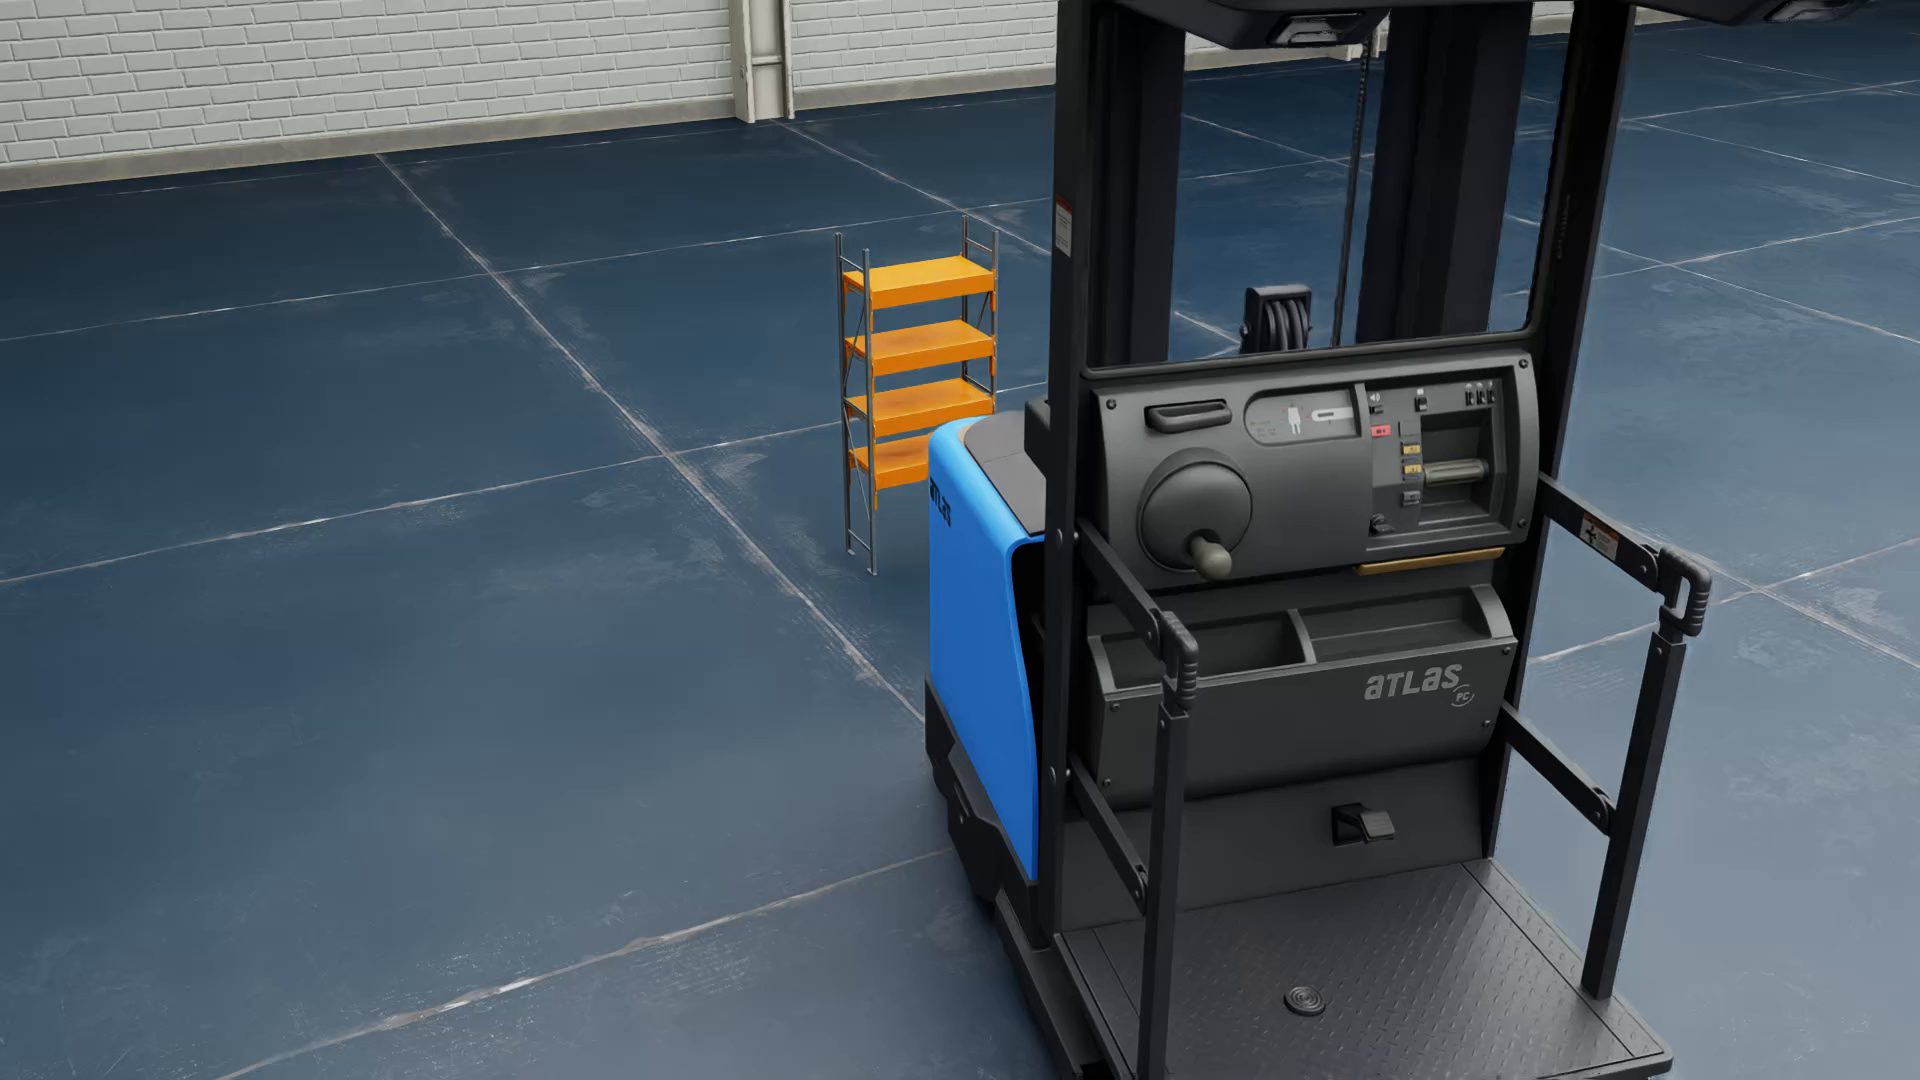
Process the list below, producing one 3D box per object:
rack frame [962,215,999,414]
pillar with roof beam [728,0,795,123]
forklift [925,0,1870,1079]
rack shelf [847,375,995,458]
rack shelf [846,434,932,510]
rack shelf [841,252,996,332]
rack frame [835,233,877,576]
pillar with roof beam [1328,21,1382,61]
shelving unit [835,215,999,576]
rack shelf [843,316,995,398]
[{"bbox_3d":[0.069,-0.557,6.024,0.015,1.200,0.240,-13,29,-25],"label":"rack frame"},{"bbox_3d":[0.464,-5.793,7.919,0.400,9.000,9.100,-13,29,-25],"label":"pillar with roof beam"},{"bbox_3d":[0.776,-0.113,3.099,1.130,2.935,3.031,-7,26,-14],"label":"forklift"},{"bbox_3d":[-0.146,-0.447,5.949,0.480,0.148,0.258,-13,29,-25],"label":"rack shelf"},{"bbox_3d":[-0.146,-0.268,6.035,0.480,0.148,0.258,-13,29,-25],"label":"rack shelf"},{"bbox_3d":[-0.146,-0.861,5.750,0.480,0.148,0.258,-13,29,-25],"label":"rack shelf"},{"bbox_3d":[-0.361,-0.457,5.817,0.015,1.200,0.240,-13,29,-25],"label":"rack frame"},{"bbox_3d":[5.759,-7.015,10.464,0.400,9.000,9.100,-13,29,-25],"label":"pillar with roof beam"},{"bbox_3d":[-0.146,-0.507,5.920,0.503,1.200,0.258,-13,29,-25],"label":"shelving unit"},{"bbox_3d":[-0.146,-0.648,5.852,0.480,0.148,0.258,-13,29,-25],"label":"rack shelf"}]
